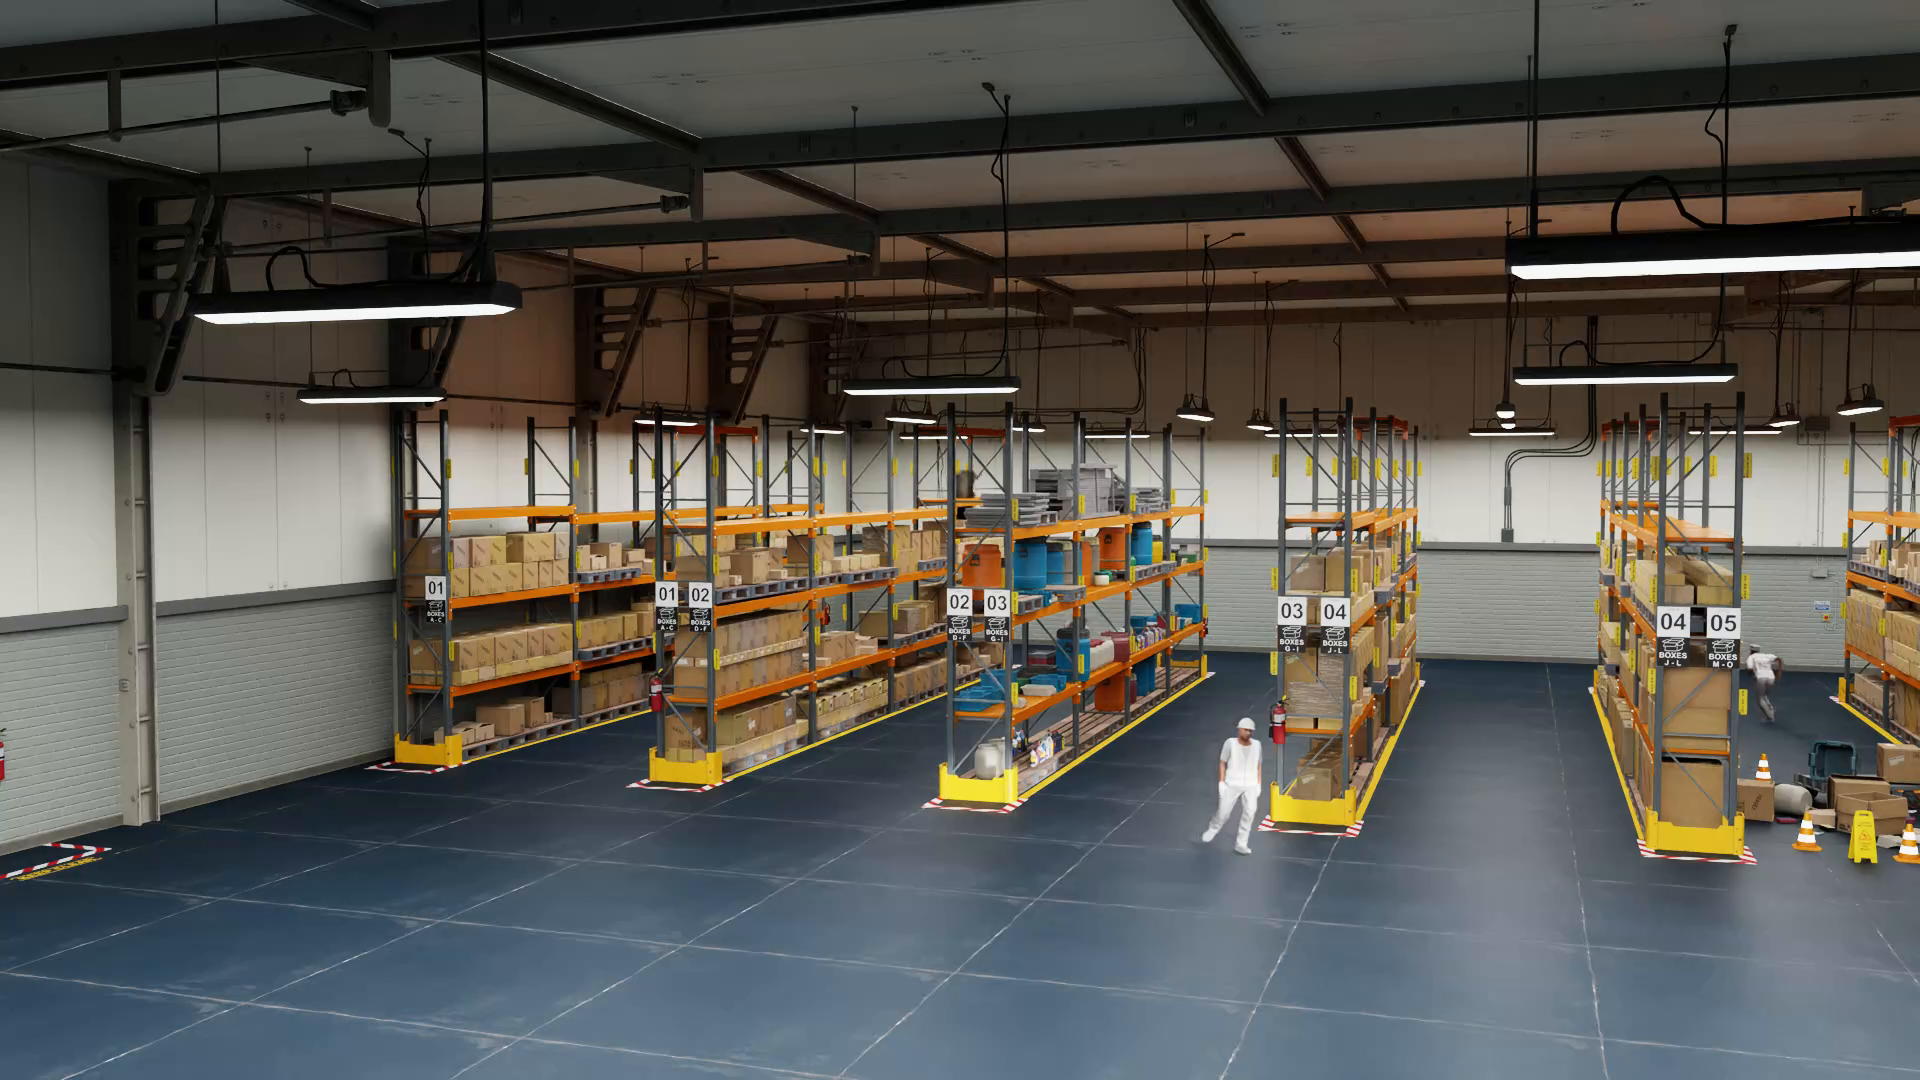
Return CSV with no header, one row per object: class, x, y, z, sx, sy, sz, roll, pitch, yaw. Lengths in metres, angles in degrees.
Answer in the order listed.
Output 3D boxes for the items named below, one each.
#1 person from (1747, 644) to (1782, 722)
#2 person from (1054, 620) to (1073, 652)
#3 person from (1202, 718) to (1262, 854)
person,15.994,2.837,33.069,0.611,1.495,0.848,0,2,-6
person,2.324,2.590,36.278,0.748,1.729,0.584,1,3,30
person,3.563,3.178,21.705,0.732,1.756,0.614,0,2,-6
